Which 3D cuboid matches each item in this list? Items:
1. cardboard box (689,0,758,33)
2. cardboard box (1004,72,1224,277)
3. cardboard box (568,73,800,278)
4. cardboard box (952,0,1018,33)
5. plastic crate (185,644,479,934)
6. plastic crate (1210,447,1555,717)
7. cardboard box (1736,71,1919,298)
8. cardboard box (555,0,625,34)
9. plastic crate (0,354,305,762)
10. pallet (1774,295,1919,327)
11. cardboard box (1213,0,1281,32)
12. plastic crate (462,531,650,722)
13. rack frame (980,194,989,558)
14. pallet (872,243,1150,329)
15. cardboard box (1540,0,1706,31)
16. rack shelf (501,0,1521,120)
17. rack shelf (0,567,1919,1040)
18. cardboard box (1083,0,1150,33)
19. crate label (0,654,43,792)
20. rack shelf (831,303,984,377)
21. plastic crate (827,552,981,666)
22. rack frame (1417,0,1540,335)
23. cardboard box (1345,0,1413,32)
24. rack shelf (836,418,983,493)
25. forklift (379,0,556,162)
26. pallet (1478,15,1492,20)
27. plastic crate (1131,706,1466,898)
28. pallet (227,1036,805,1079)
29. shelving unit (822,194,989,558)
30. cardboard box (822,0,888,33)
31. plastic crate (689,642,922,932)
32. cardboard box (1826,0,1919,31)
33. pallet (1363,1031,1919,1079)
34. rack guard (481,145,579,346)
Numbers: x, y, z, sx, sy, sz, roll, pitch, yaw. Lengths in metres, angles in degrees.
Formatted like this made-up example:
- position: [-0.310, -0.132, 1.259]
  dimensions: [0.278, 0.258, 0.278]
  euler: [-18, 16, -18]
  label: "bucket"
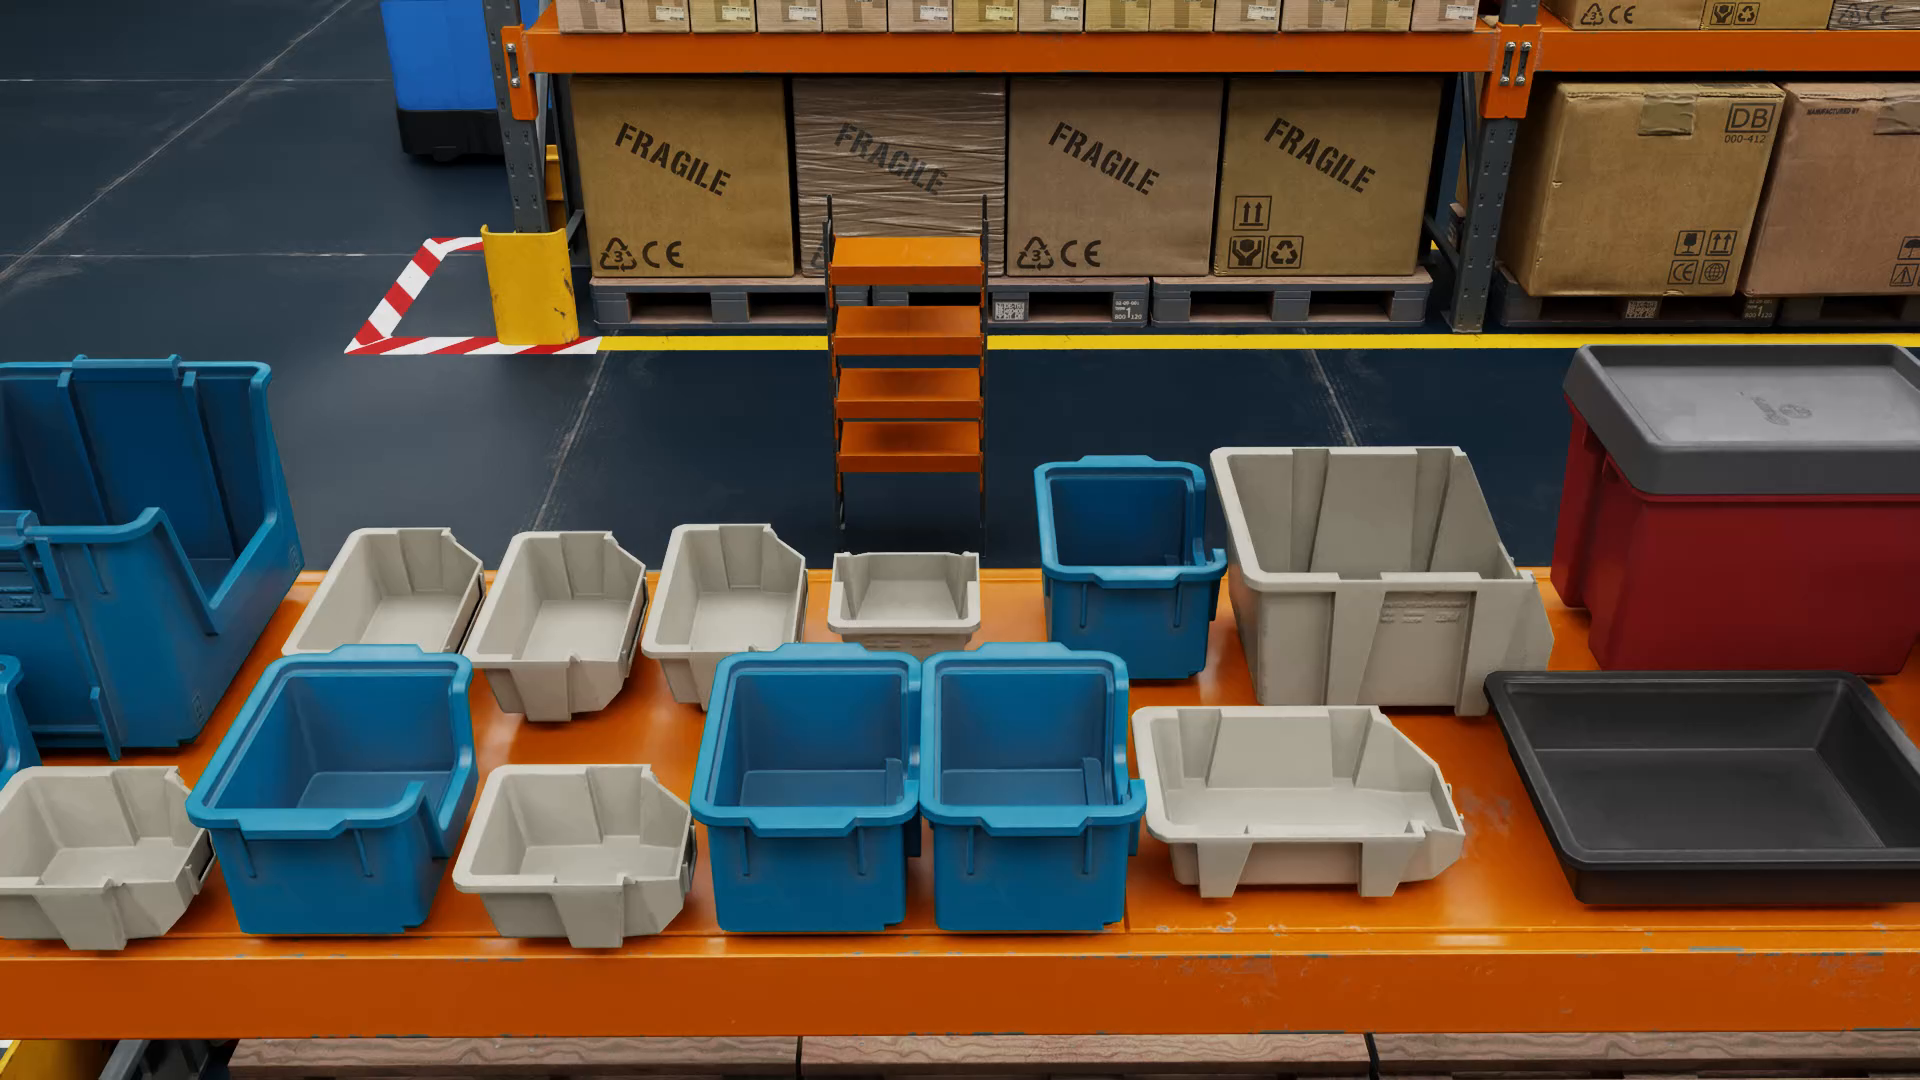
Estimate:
- position: [-0.931, -2.146, 6.637]
  dimensions: [0.250, 0.149, 0.380]
  euler: [-1, 31, -1]
  label: "cardboard box"
- position: [0.639, -1.741, 7.371]
  dimensions: [0.875, 0.875, 0.875]
  euler: [0, 31, 0]
  label: "cardboard box"
- position: [-1.161, -1.735, 7.362]
  dimensions: [0.875, 0.875, 0.875]
  euler: [0, 31, 0]
  label: "cardboard box"
- position: [0.095, -2.149, 6.642]
  dimensions: [0.250, 0.149, 0.380]
  euler: [-1, 31, -2]
  label: "cardboard box"
- position: [-0.864, 0.363, 2.364]
  dimensions: [0.300, 0.233, 0.416]
  euler: [0, 31, 0]
  label: "plastic crate"
- position: [0.701, 0.070, 2.799]
  dimensions: [0.530, 0.282, 0.437]
  euler: [0, 31, 0]
  label: "plastic crate"
- position: [3.733, -1.720, 7.336]
  dimensions: [0.875, 0.875, 1.225]
  euler: [-1, 31, -2]
  label: "cardboard box"
- position: [-1.444, -2.143, 6.633]
  dimensions: [0.250, 0.149, 0.380]
  euler: [0, 31, 0]
  label: "cardboard box"
- position: [-1.437, 0.010, 2.750]
  dimensions: [0.499, 0.435, 0.616]
  euler: [0, 31, 0]
  label: "plastic crate"
- position: [4.194, -1.288, 7.669]
  dimensions: [1.213, 0.211, 1.003]
  euler: [0, 31, 0]
  label: "pallet"
- position: [1.125, -2.152, 6.648]
  dimensions: [0.250, 0.149, 0.380]
  euler: [0, 31, 1]
  label: "cardboard box"
- position: [-0.666, 0.146, 2.814]
  dimensions: [0.243, 0.136, 0.396]
  euler: [0, 31, 0]
  label: "plastic crate"
- position: [0.078, -0.513, 5.439]
  dimensions: [0.015, 1.200, 0.240]
  euler: [0, 31, 0]
  label: "rack frame"
- position: [0.215, -1.274, 7.646]
  dimensions: [1.213, 0.211, 1.003]
  euler: [0, 31, 0]
  label: "pallet"
- position: [2.661, -2.347, 6.631]
  dimensions: [0.500, 0.500, 0.500]
  euler: [0, 31, 0]
  label: "cardboard box"
- position: [0.199, -2.119, 7.045]
  dimensions: [4.000, 0.370, 1.077]
  euler: [0, 31, 0]
  label: "rack shelf"
- position: [0.229, 0.450, 2.810]
  dimensions: [4.000, 0.370, 1.077]
  euler: [0, 31, 0]
  label: "rack shelf"
- position: [0.611, -2.150, 6.645]
  dimensions: [0.250, 0.149, 0.380]
  euler: [-1, 31, -1]
  label: "cardboard box"
- position: [-1.522, 0.365, 2.361]
  dimensions: [0.303, 0.233, 0.416]
  euler: [0, 31, 0]
  label: "crate label"
- position: [-0.166, -0.646, 5.357]
  dimensions: [0.480, 0.148, 0.258]
  euler: [0, 31, 0]
  label: "rack shelf"
- position: [-0.092, 0.122, 2.854]
  dimensions: [0.250, 0.136, 0.298]
  euler: [0, 31, 0]
  label: "plastic crate"
- position: [2.199, -2.433, 6.868]
  dimensions: [0.127, 3.000, 1.000]
  euler: [0, 31, 0]
  label: "rack frame"
- position: [1.638, -2.154, 6.650]
  dimensions: [0.250, 0.149, 0.380]
  euler: [0, 31, 1]
  label: "cardboard box"
- position: [-0.166, -0.285, 5.576]
  dimensions: [0.480, 0.148, 0.258]
  euler: [0, 31, 0]
  label: "rack shelf"
- position: [-1.579, -3.610, 8.875]
  dimensions: [3.031, 2.935, 1.130]
  euler: [-2, 31, -3]
  label: "forklift"
- position: [3.049, -3.817, 11.838]
  dimensions: [1.213, 0.211, 1.003]
  euler: [0, 31, 0]
  label: "pallet"
- position: [0.490, 0.385, 2.421]
  dimensions: [0.466, 0.136, 0.293]
  euler: [0, 31, 0]
  label: "plastic crate"
- position: [-0.946, 1.358, 3.308]
  dimensions: [1.213, 0.211, 1.003]
  euler: [0, 31, 0]
  label: "pallet"
- position: [-0.166, -0.512, 5.438]
  dimensions: [0.503, 1.200, 0.258]
  euler: [0, 31, 0]
  label: "shelving unit"
- position: [-0.416, -2.147, 6.639]
  dimensions: [0.250, 0.149, 0.380]
  euler: [-1, 31, -1]
  label: "cardboard box"
- position: [-0.205, 0.360, 2.368]
  dimensions: [0.300, 0.233, 0.416]
  euler: [0, 31, 0]
  label: "plastic crate"
- position: [3.664, -2.351, 6.637]
  dimensions: [0.500, 0.500, 0.500]
  euler: [-1, 31, -1]
  label: "cardboard box"
- position: [1.494, 1.351, 3.320]
  dimensions: [1.213, 0.211, 1.003]
  euler: [0, 31, 0]
  label: "pallet"
- position: [-1.825, -1.352, 7.496]
  dimensions: [0.348, 0.500, 1.175]
  euler: [0, 31, 0]
  label: "rack guard"
